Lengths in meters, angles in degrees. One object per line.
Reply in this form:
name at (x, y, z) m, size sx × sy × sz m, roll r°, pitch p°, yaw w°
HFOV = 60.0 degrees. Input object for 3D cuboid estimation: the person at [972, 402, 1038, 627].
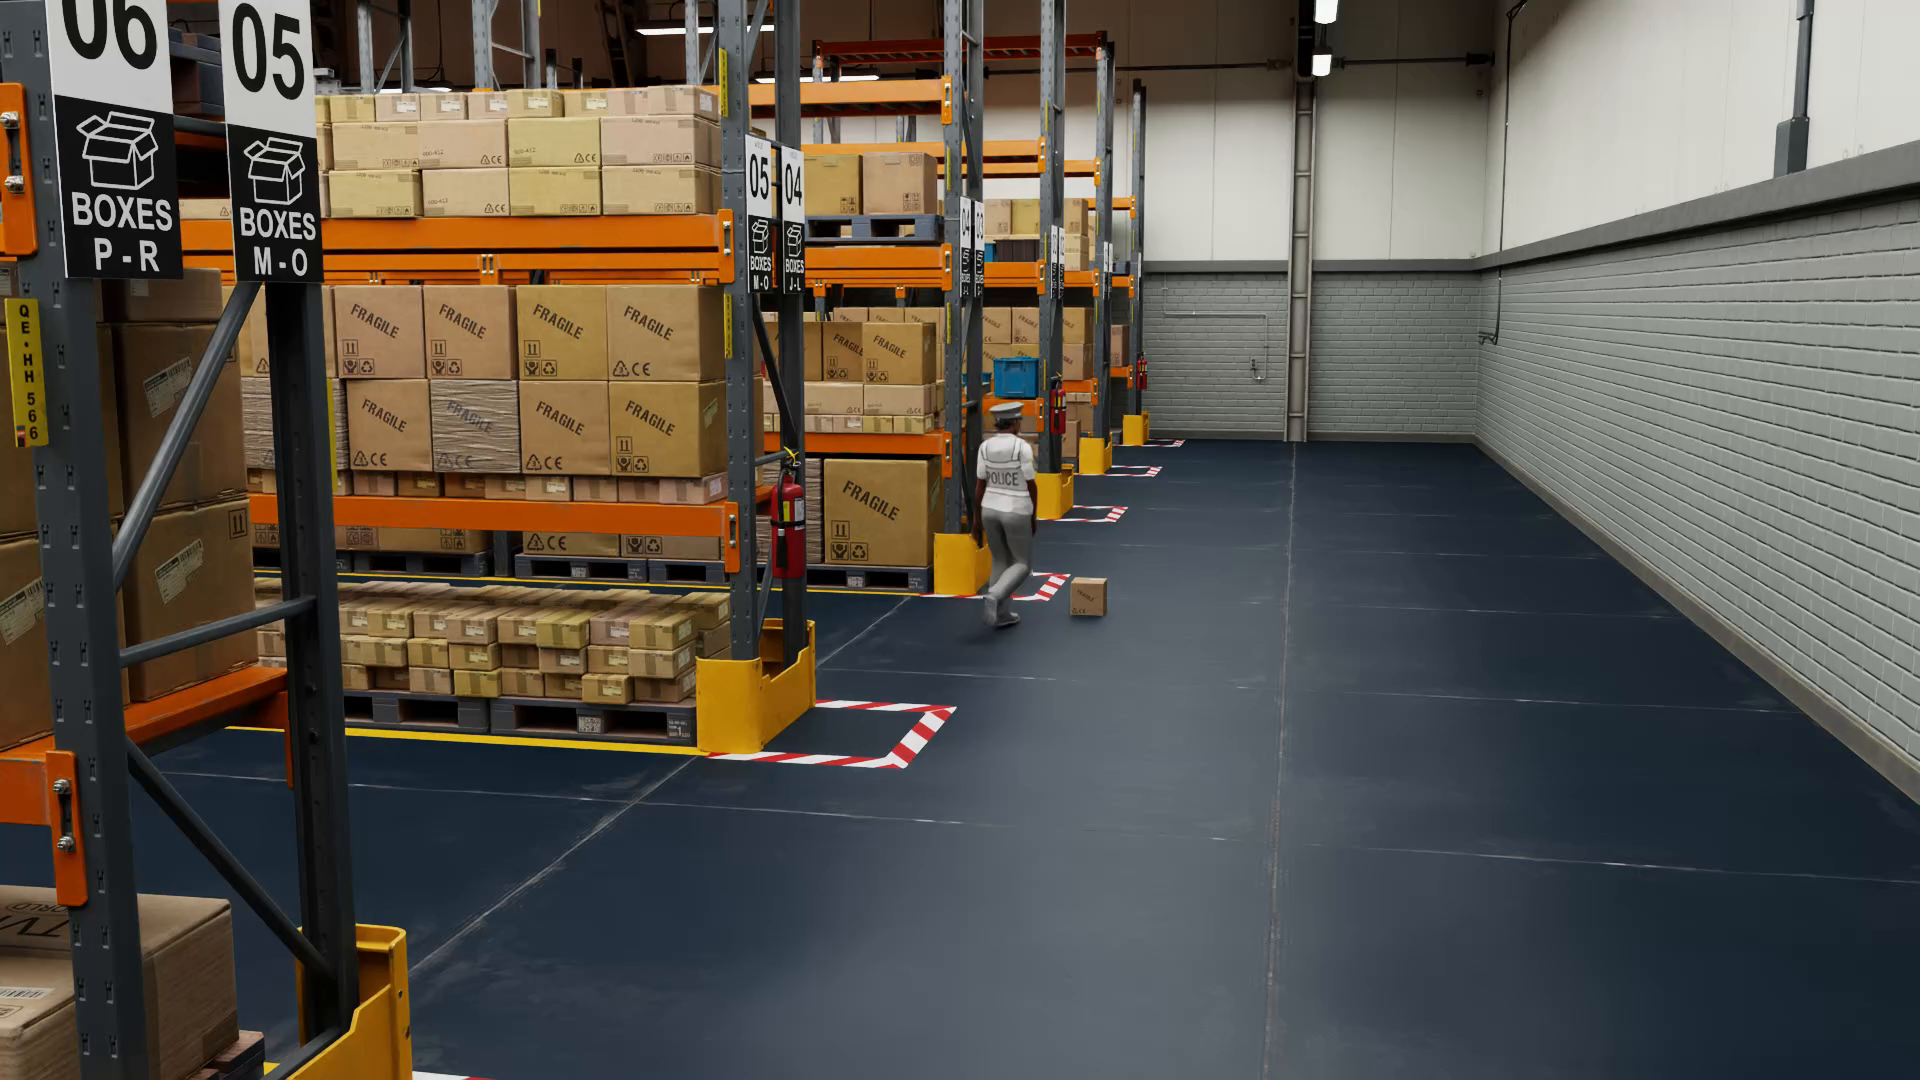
person at (0.310, -0.166, 11.925) m, size 0.486 × 1.638 × 0.673 m, roll 5°, pitch 10°, yaw 32°
